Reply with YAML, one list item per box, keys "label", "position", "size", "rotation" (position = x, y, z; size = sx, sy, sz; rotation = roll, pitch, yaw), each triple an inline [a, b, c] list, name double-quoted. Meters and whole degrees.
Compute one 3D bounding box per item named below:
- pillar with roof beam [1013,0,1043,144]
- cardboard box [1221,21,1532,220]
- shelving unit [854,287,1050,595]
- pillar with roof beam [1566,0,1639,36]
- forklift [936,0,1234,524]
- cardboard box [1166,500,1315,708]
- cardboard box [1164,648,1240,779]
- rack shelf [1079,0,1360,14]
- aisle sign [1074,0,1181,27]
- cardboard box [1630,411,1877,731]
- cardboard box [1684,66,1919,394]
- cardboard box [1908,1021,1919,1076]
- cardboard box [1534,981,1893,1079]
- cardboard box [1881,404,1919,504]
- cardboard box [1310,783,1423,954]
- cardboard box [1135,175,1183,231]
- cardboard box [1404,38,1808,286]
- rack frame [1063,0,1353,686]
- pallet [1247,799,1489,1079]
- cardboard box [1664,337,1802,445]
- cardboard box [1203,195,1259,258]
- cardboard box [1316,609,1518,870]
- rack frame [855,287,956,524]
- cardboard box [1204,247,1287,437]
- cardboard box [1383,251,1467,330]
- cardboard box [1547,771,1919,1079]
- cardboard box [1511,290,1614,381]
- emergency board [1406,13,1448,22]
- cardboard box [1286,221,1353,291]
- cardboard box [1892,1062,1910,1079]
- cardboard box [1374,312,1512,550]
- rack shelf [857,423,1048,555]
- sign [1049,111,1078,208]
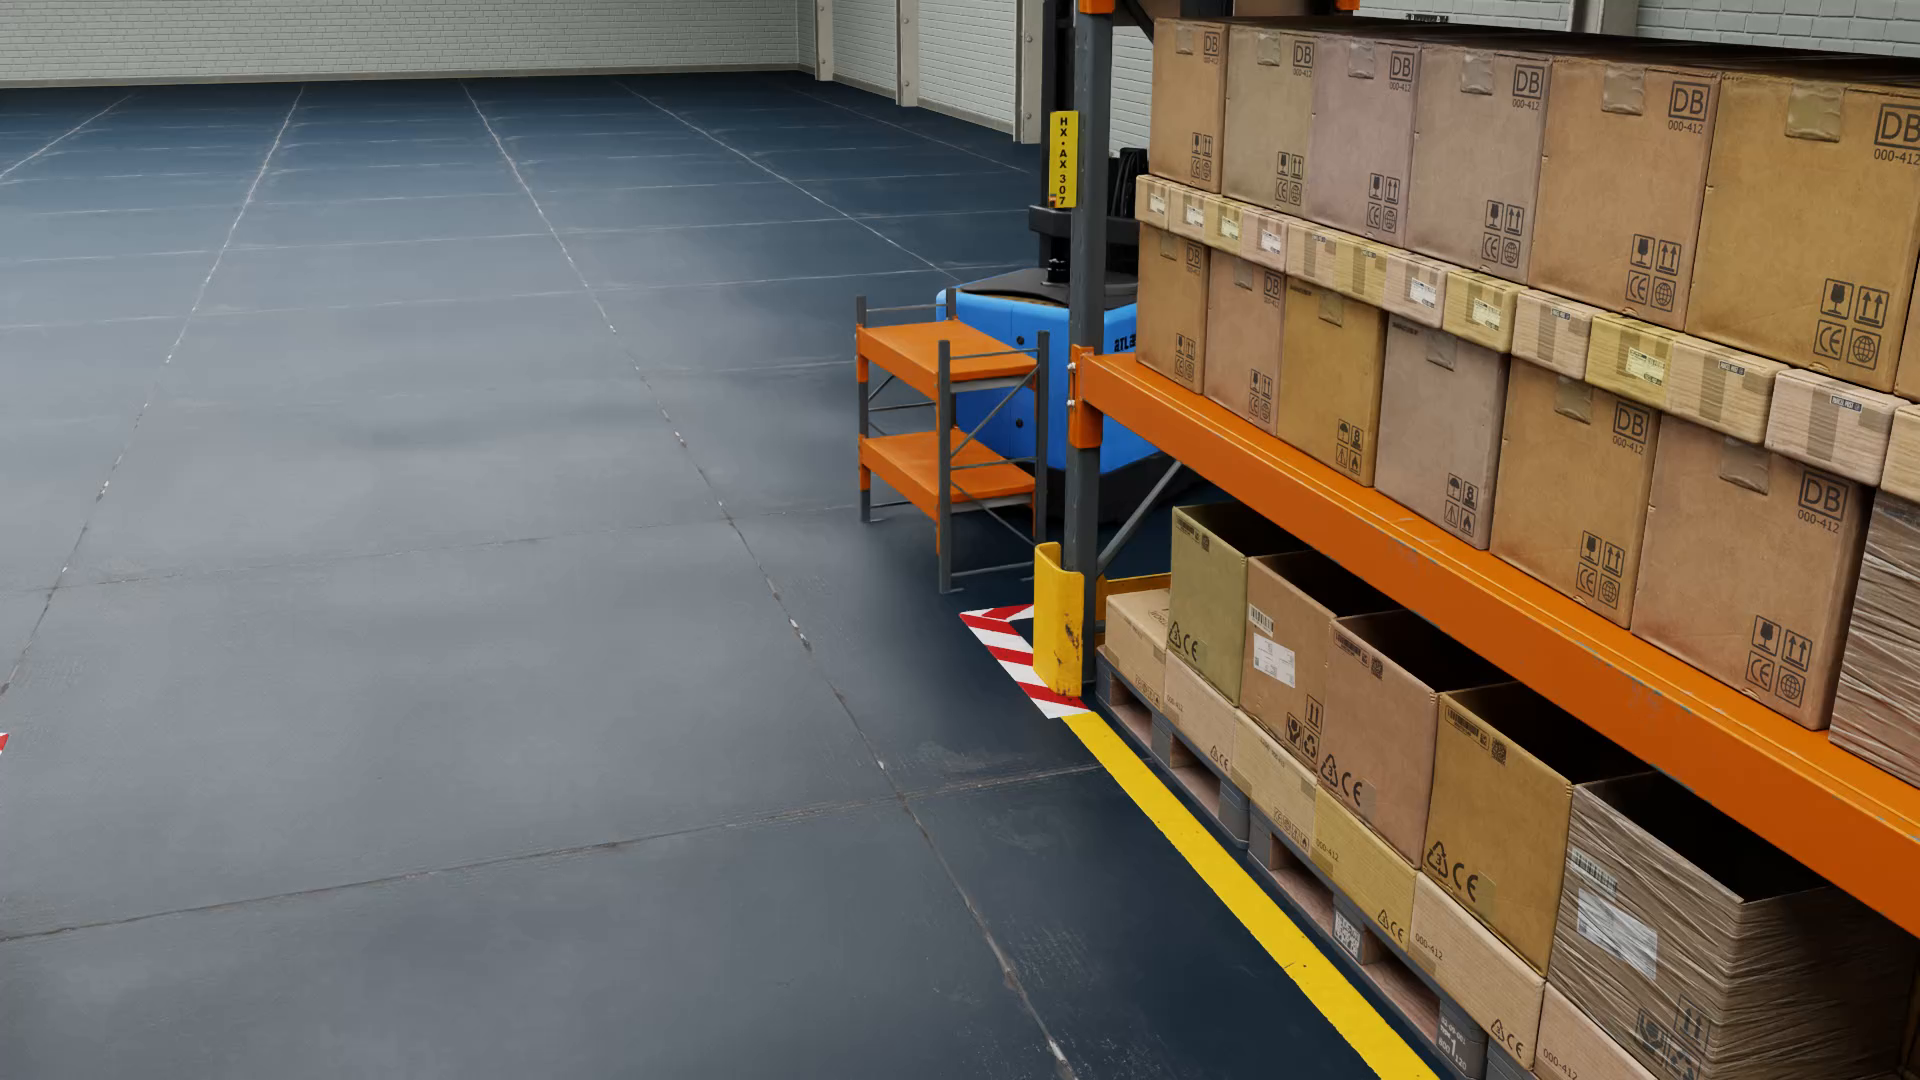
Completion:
- label: "pillar with roof beam"
  position: [-3.117, -9.460, 20.941]
  size: [9.100, 9.000, 0.400]
  rotation: [-6, 21, -17]
- label: "cardboard box"
  position: [1.207, -1.244, 4.875]
  size: [0.700, 0.500, 0.500]
  rotation: [-7, 21, -19]
- label: "shelving unit"
  position: [-0.055, -0.485, 7.603]
  size: [0.538, 1.125, 1.048]
  rotation: [-8, 21, -22]
- label: "pillar with roof beam"
  position: [0.655, -5.609, 10.219]
  size: [9.100, 9.000, 0.400]
  rotation: [-6, 21, -17]
- label: "forklift"
  position: [1.167, -1.885, 8.829]
  size: [1.130, 2.935, 3.031]
  rotation: [15, 24, 35]
- label: "cardboard box"
  position: [1.001, 0.177, 5.323]
  size: [0.500, 0.500, 0.500]
  rotation: [-6, 21, -17]
- label: "cardboard box"
  position: [1.003, 0.530, 5.451]
  size: [0.500, 0.250, 0.500]
  rotation: [-6, 21, -17]
- label: "rack shelf"
  position: [1.514, -1.354, 3.875]
  size: [1.077, 0.370, 4.000]
  rotation: [-6, 21, -17]
- label: "aisle sign"
  position: [0.574, -2.134, 5.576]
  size: [0.394, 0.787, 0.004]
  rotation: [-6, 21, -17]
- label: "cardboard box"
  position: [1.825, 0.004, 3.321]
  size: [0.700, 0.500, 0.500]
  rotation: [-7, 21, -18]
- label: "cardboard box"
  position: [1.837, -0.600, 3.083]
  size: [0.700, 0.500, 0.500]
  rotation: [-6, 21, -17]
- label: "cardboard box"
  position: [2.294, 0.923, 3.248]
  size: [0.500, 0.500, 0.500]
  rotation: [-6, 21, -17]
- label: "cardboard box"
  position: [1.641, 1.171, 3.667]
  size: [0.500, 0.250, 0.500]
  rotation: [-6, 21, -17]
- label: "cardboard box"
  position: [1.778, -0.135, 2.748]
  size: [0.380, 0.149, 0.250]
  rotation: [-7, 21, -18]
- label: "cardboard box"
  position: [1.312, 0.851, 4.556]
  size: [0.500, 0.250, 0.500]
  rotation: [-6, 21, -17]
- label: "cardboard box"
  position: [0.804, -1.126, 5.506]
  size: [0.380, 0.149, 0.250]
  rotation: [-7, 21, -18]
- label: "cardboard box"
  position: [1.524, -0.921, 3.977]
  size: [0.700, 0.500, 0.500]
  rotation: [-6, 21, -17]
- label: "rack frame"
  position: [0.885, -0.922, 6.047]
  size: [1.000, 3.000, 0.127]
  rotation: [-6, 21, -17]
- label: "pallet"
  position: [1.545, 1.022, 4.760]
  size: [1.003, 0.211, 1.213]
  rotation: [-6, 21, -17]
- label: "cardboard box"
  position: [1.609, -0.303, 3.216]
  size: [0.380, 0.149, 0.250]
  rotation: [-6, 21, -17]
- label: "cardboard box"
  position: [0.967, -0.961, 5.048]
  size: [0.380, 0.149, 0.250]
  rotation: [-6, 21, -17]
- label: "cardboard box"
  position: [1.311, 0.498, 4.428]
  size: [0.500, 0.500, 0.500]
  rotation: [-6, 21, -17]
- label: "rack frame"
  position: [-0.254, -0.643, 8.043]
  size: [0.500, 1.125, 0.032]
  rotation: [-8, 21, -22]
- label: "cardboard box"
  position: [1.189, -0.650, 5.142]
  size: [0.700, 0.500, 0.500]
  rotation: [-6, 21, -16]
- label: "cardboard box"
  position: [1.286, -0.633, 4.133]
  size: [0.380, 0.149, 0.250]
  rotation: [-6, 21, -17]
- label: "cardboard box"
  position: [1.643, 0.817, 3.540]
  size: [0.500, 0.500, 0.500]
  rotation: [-6, 21, -17]
- label: "cardboard box"
  position: [1.456, -0.463, 3.661]
  size: [0.380, 0.149, 0.250]
  rotation: [-6, 21, -16]
- label: "emergency board"
  position: [4.001, -4.040, 14.726]
  size: [0.194, 1.169, 0.643]
  rotation: [-6, 21, -17]
- label: "cardboard box"
  position: [1.130, -0.795, 4.585]
  size: [0.380, 0.149, 0.250]
  rotation: [-7, 21, -19]
- label: "cardboard box"
  position: [2.132, 1.116, 3.820]
  size: [0.500, 0.250, 0.500]
  rotation: [-6, 21, -17]
- label: "cardboard box"
  position: [1.509, -0.322, 4.227]
  size: [0.700, 0.500, 0.500]
  rotation: [-6, 21, -16]
- label: "rack shelf"
  position: [-0.055, -0.255, 7.686]
  size: [0.538, 0.278, 1.000]
  rotation: [-8, 21, -22]
- label: "sign"
  position: [0.356, -1.310, 5.729]
  size: [0.100, 0.325, 0.005]
  rotation: [-6, 21, -17]
